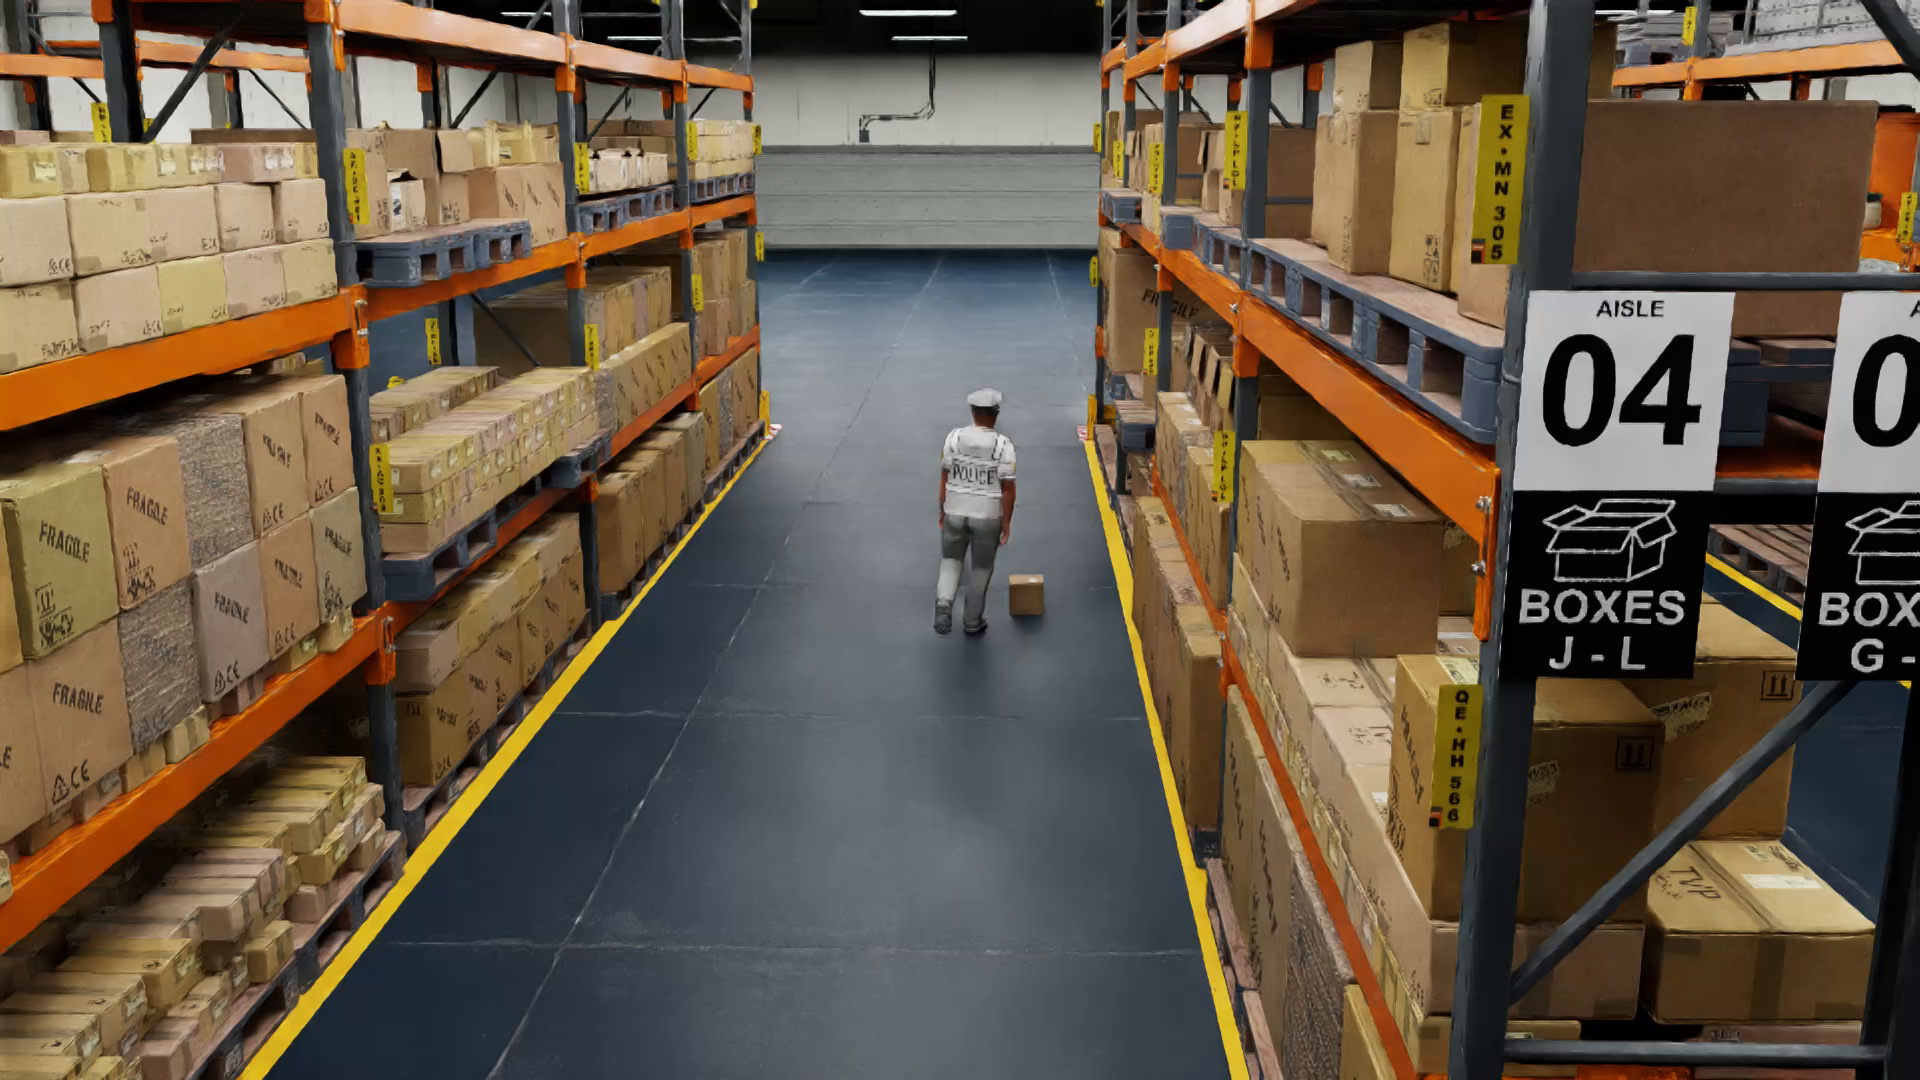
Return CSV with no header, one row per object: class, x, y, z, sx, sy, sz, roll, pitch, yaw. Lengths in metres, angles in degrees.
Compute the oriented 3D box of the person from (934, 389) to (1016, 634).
person,0.111,-0.178,11.660,0.571,1.751,0.706,3,14,12
